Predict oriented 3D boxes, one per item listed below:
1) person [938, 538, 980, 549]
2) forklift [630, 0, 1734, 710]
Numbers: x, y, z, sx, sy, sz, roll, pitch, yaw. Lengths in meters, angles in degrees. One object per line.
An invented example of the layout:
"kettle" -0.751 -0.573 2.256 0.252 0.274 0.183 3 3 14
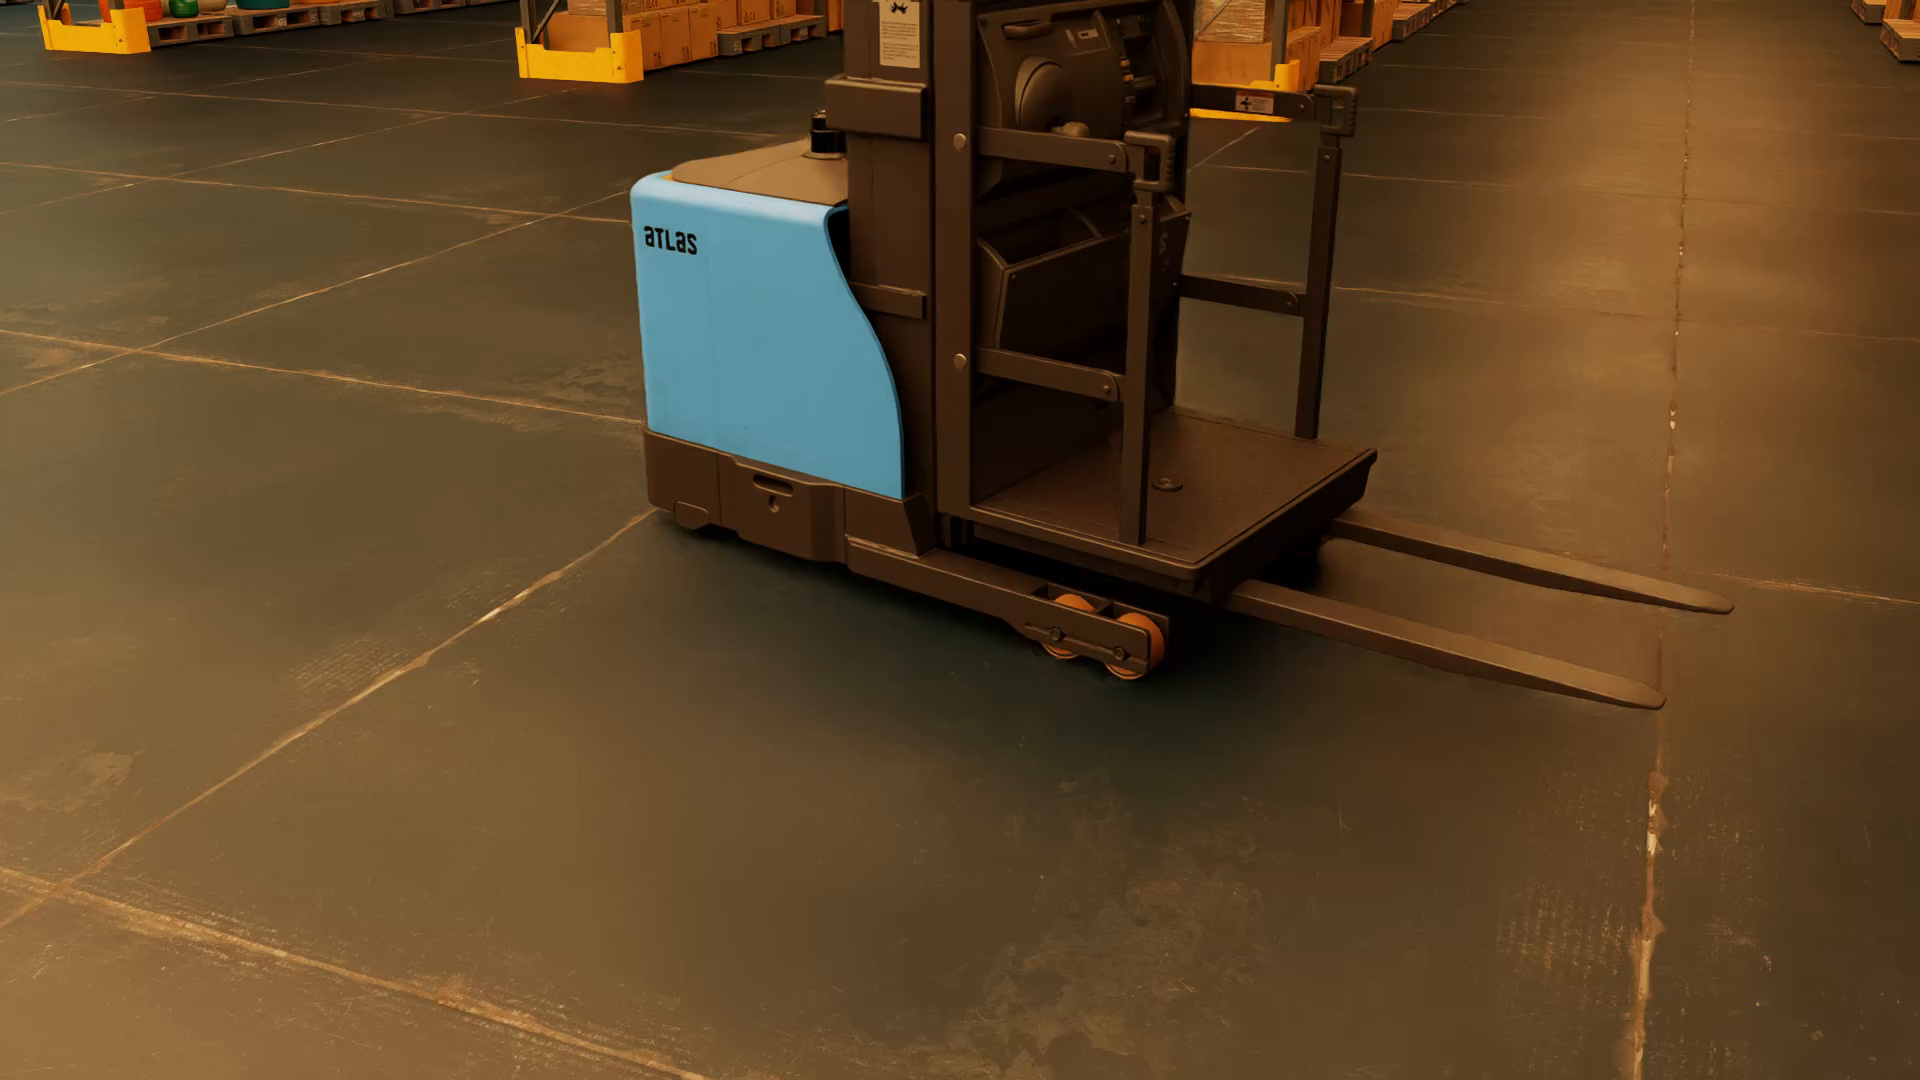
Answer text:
"person" -0.056 -0.779 4.685 0.598 1.642 0.502 9 24 21
"forklift" 0.508 -1.229 4.232 3.031 2.935 1.130 16 27 33
